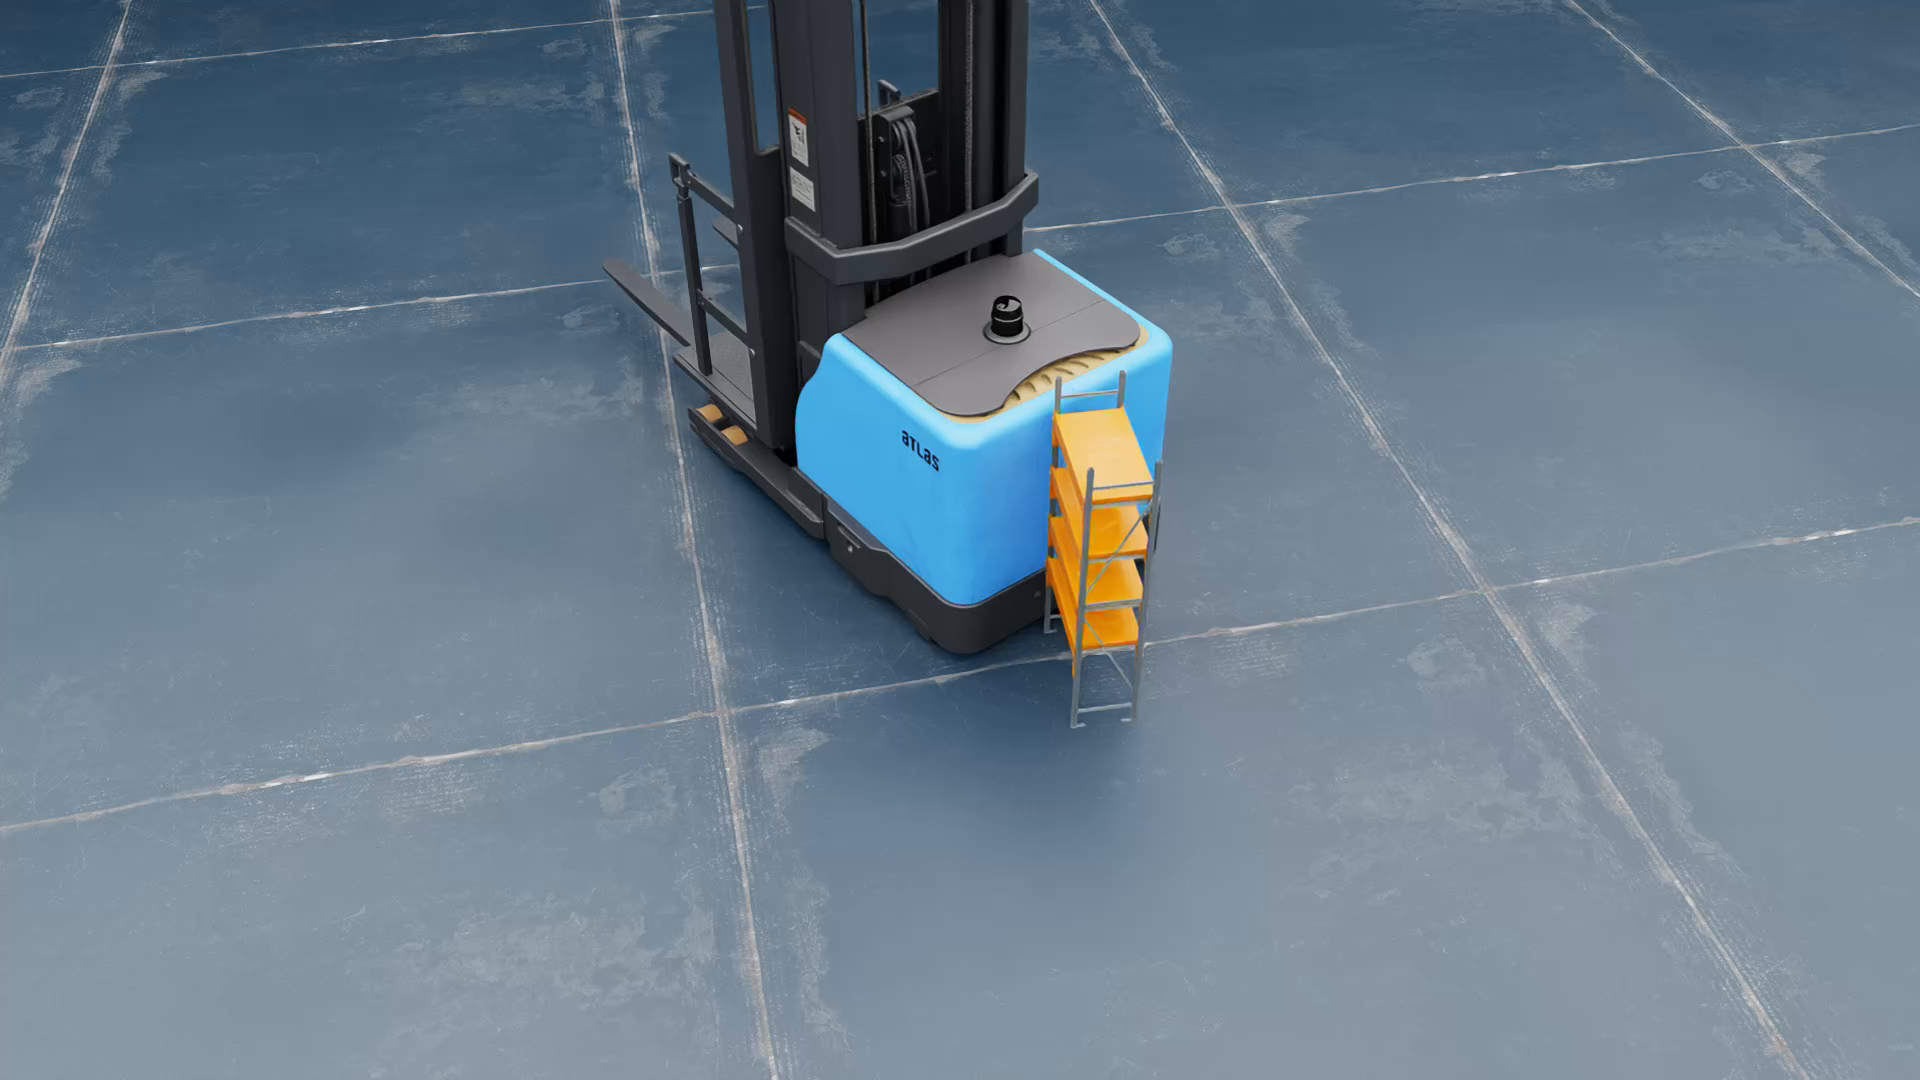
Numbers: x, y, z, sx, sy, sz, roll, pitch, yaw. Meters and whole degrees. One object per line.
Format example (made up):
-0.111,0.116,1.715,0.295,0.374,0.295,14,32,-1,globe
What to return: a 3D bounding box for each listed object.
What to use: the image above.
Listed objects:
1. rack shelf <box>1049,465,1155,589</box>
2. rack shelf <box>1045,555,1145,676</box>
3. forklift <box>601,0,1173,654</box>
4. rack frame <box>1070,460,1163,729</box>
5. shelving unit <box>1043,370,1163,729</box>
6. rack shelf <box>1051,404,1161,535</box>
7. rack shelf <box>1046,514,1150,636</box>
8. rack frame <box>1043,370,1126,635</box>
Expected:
0.478,-0.063,5.681,0.258,0.148,0.480,-6,42,-7,rack shelf
0.478,0.253,5.961,0.258,0.148,0.480,-6,42,-7,rack shelf
-0.517,-1.597,6.341,1.130,2.935,3.031,-27,48,-27,forklift
0.517,0.214,5.605,0.240,1.200,0.015,-6,42,-7,rack frame
0.478,0.054,5.785,0.258,1.200,0.503,-6,42,-7,shelving unit
0.478,-0.239,5.524,0.258,0.148,0.480,-6,42,-7,rack shelf
0.478,0.105,5.830,0.258,0.148,0.480,-6,42,-7,rack shelf
0.438,-0.105,5.965,0.240,1.200,0.015,-6,42,-7,rack frame
